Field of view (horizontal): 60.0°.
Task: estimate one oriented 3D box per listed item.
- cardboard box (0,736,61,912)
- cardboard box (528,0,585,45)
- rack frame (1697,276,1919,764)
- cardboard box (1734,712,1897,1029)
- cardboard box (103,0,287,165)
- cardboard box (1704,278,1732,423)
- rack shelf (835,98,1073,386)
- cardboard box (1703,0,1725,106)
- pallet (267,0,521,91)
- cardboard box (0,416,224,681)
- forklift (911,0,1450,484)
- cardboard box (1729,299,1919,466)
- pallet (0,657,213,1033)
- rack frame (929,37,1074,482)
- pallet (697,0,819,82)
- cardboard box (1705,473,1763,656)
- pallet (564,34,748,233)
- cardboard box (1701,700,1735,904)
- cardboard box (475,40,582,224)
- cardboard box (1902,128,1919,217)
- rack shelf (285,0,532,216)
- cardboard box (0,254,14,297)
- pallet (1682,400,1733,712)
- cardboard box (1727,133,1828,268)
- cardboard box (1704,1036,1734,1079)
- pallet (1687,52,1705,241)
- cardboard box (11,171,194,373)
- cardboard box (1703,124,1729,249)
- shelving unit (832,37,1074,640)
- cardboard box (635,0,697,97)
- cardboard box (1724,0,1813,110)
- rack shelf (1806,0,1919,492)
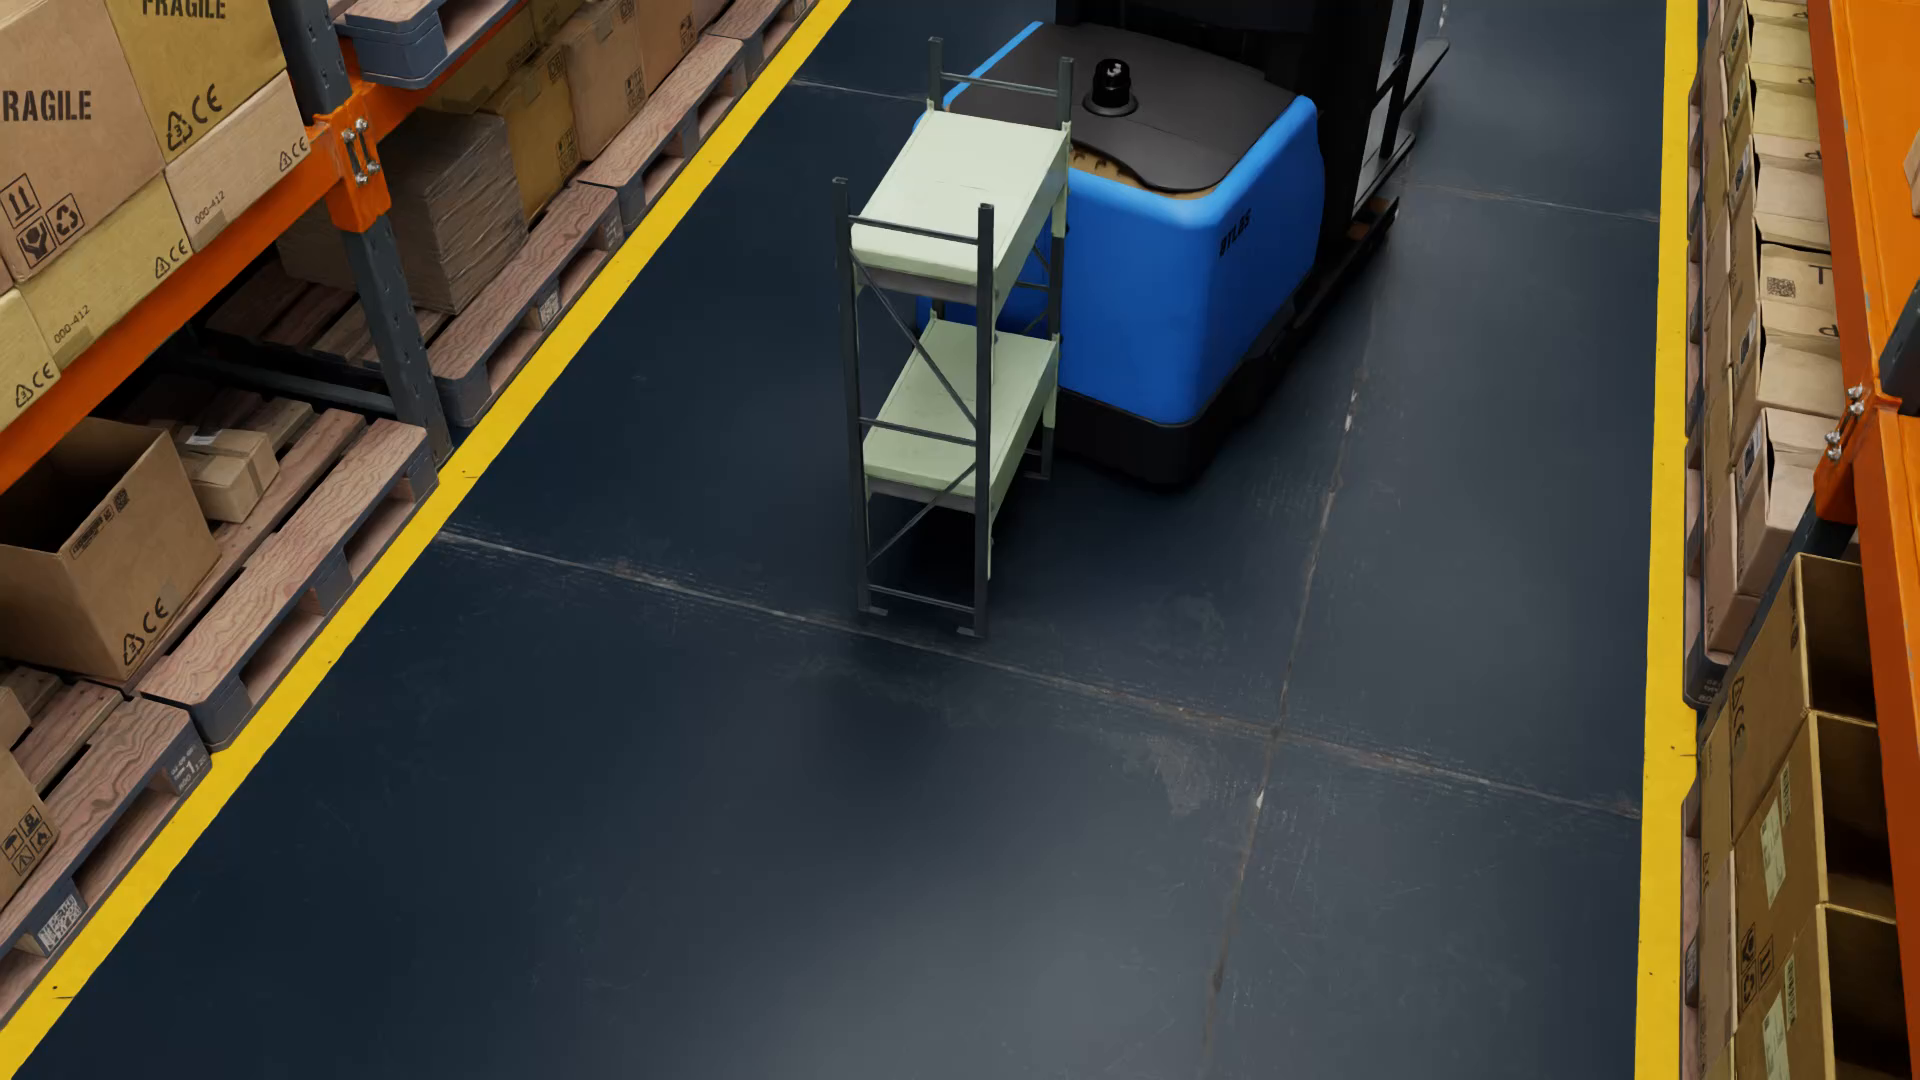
[{"bbox_3d":[-2.655,0.667,3.896,0.700,0.500,0.500,10,45,10],"label":"cardboard box"},{"bbox_3d":[-1.690,-2.102,6.190,0.500,0.250,0.500,11,46,11],"label":"cardboard box"},{"bbox_3d":[2.541,-0.388,3.502,1.000,3.000,0.127,13,46,13],"label":"rack frame"},{"bbox_3d":[1.958,0.755,3.464,0.500,0.500,0.500,13,46,13],"label":"cardboard box"},{"bbox_3d":[-2.030,-1.275,3.965,0.500,0.500,0.500,12,46,12],"label":"cardboard box"},{"bbox_3d":[2.700,-0.571,5.354,0.500,0.250,0.500,13,46,13],"label":"cardboard box"},{"bbox_3d":[-0.002,-0.811,4.448,0.431,0.370,0.720,13,46,12],"label":"rack shelf"},{"bbox_3d":[3.314,-1.934,6.748,0.500,0.250,0.500,12,46,12],"label":"cardboard box"},{"bbox_3d":[-1.811,-1.845,5.127,1.003,0.211,1.213,13,46,13],"label":"pallet"},{"bbox_3d":[-2.457,0.002,4.576,0.500,0.500,0.500,9,45,9],"label":"cardboard box"},{"bbox_3d":[1.028,-2.244,5.447,1.130,2.935,3.031,23,49,22],"label":"forklift"},{"bbox_3d":[2.542,-0.434,4.814,0.500,0.311,0.500,14,46,14],"label":"cardboard box"},{"bbox_3d":[-2.718,0.833,4.248,1.003,0.211,1.213,13,46,13],"label":"pallet"},{"bbox_3d":[0.109,-0.776,4.970,0.400,1.500,0.023,13,46,12],"label":"rack frame"},{"bbox_3d":[-1.208,-2.584,7.739,1.003,0.211,1.213,13,46,13],"label":"pallet"},{"bbox_3d":[2.390,0.107,4.662,0.500,0.250,0.500,12,46,12],"label":"cardboard box"},{"bbox_3d":[-1.579,-1.773,6.911,1.003,0.211,1.213,13,46,13],"label":"pallet"},{"bbox_3d":[2.112,0.690,4.066,0.500,0.250,0.500,13,46,13],"label":"cardboard box"},{"bbox_3d":[-1.865,-1.548,6.159,0.700,0.500,0.500,12,46,12],"label":"cardboard box"},{"bbox_3d":[2.632,-0.965,4.187,0.396,0.266,0.258,12,46,12],"label":"cardboard box"},{"bbox_3d":[-1.575,-2.510,6.185,1.077,0.370,4.000,13,46,13],"label":"rack shelf"},{"bbox_3d":[-2.338,-0.608,3.284,0.500,0.500,0.500,11,46,11],"label":"cardboard box"},{"bbox_3d":[2.727,0.109,4.987,1.003,0.211,1.213,13,46,13],"label":"pallet"},{"bbox_3d":[2.851,-1.101,5.495,0.500,0.311,0.500,12,46,12],"label":"cardboard box"},{"bbox_3d":[1.799,1.354,3.387,0.500,0.250,0.500,13,46,13],"label":"cardboard box"},{"bbox_3d":[3.466,-1.517,6.649,1.003,0.211,1.213,13,46,13],"label":"pallet"},{"bbox_3d":[-2.194,-0.678,3.891,0.500,0.250,0.500,13,46,13],"label":"cardboard box"},{"bbox_3d":[3.011,-1.251,6.050,0.500,0.250,0.500,11,46,11],"label":"cardboard box"},{"bbox_3d":[-0.002,-0.532,4.721,0.431,1.500,0.755,13,46,12],"label":"shelving unit"},{"bbox_3d":[-1.528,-2.218,6.844,0.700,0.500,0.500,12,46,12],"label":"cardboard box"},{"bbox_3d":[3.163,-1.783,6.192,0.500,0.311,0.500,11,46,12],"label":"cardboard box"},{"bbox_3d":[3.147,-1.464,5.116,1.077,0.370,4.000,13,46,13],"label":"rack shelf"}]
